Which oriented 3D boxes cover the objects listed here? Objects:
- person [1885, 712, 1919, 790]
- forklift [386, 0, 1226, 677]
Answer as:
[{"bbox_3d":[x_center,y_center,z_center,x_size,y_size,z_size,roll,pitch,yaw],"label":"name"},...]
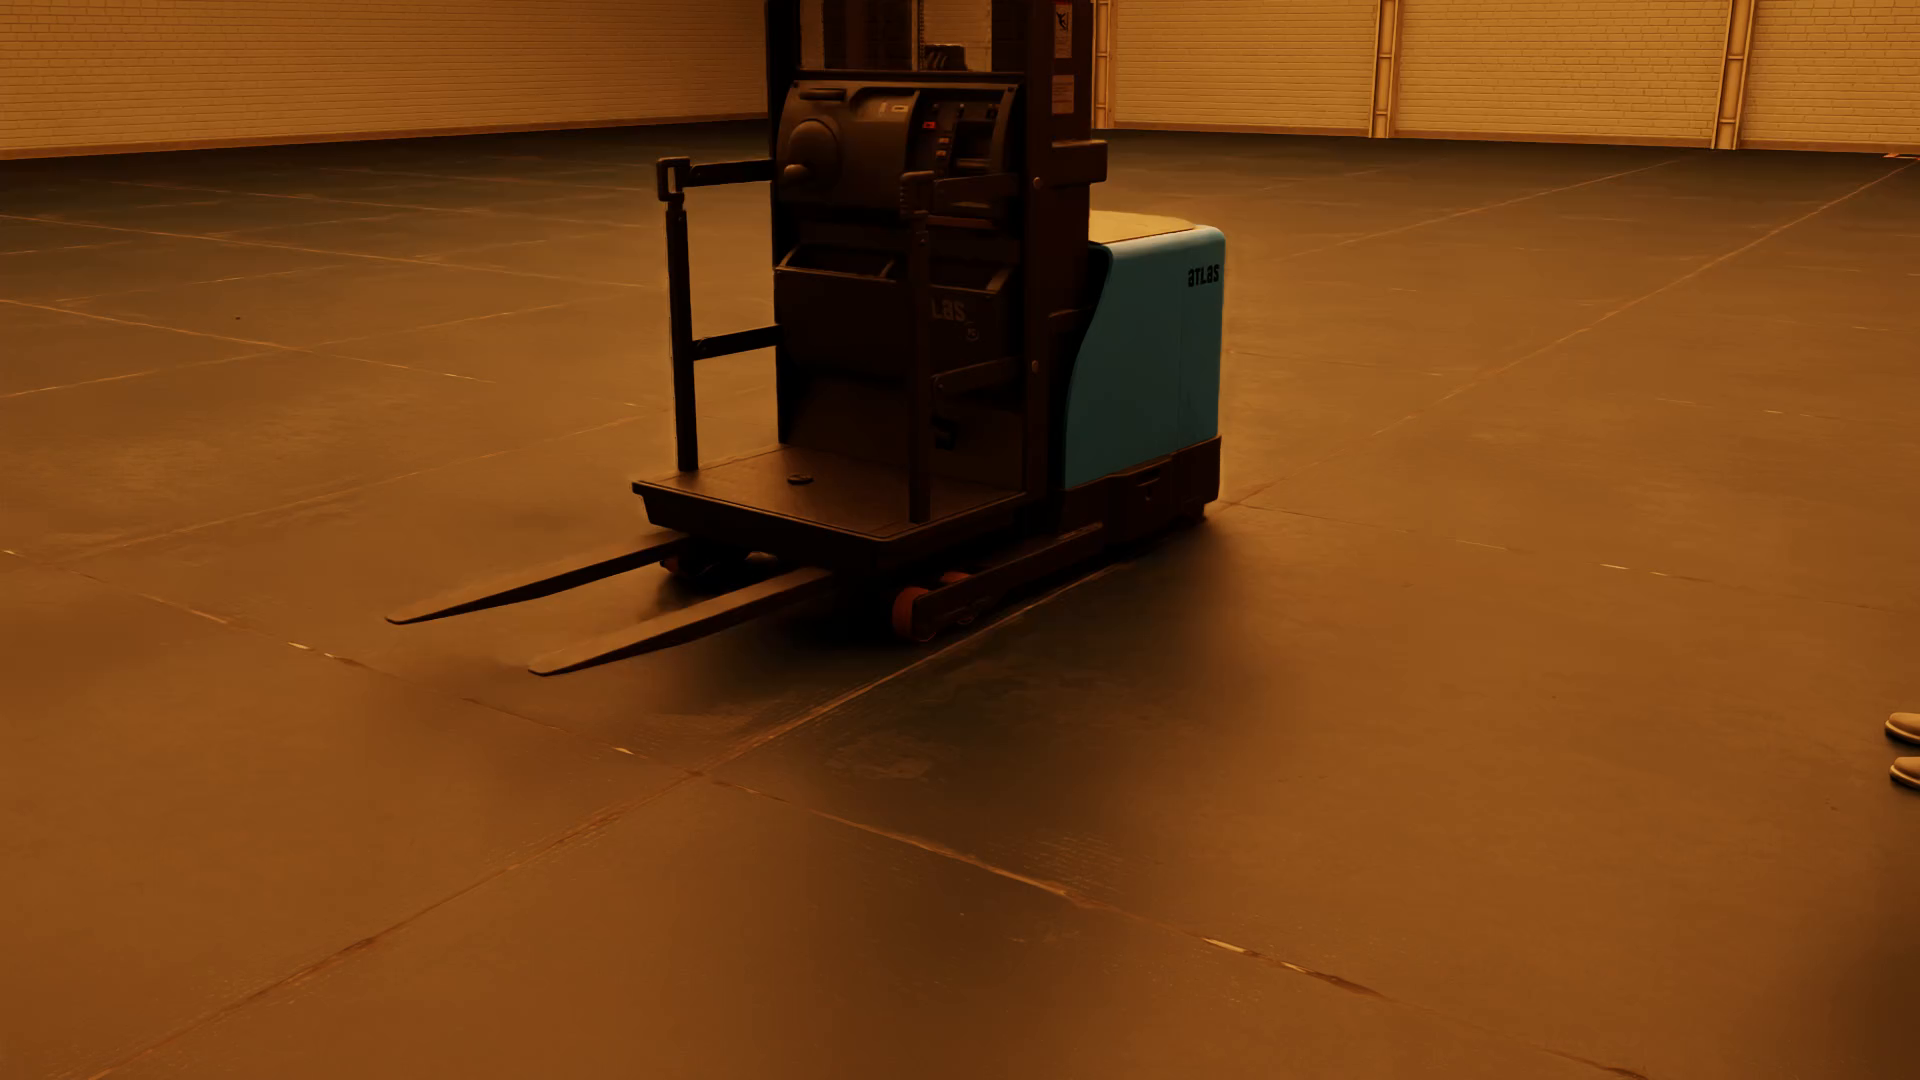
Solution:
[{"bbox_3d":[2.451,-0.245,3.832,0.342,1.688,0.446,8,19,26],"label":"person"},{"bbox_3d":[-0.341,-1.260,5.045,1.130,2.935,3.031,13,21,37],"label":"forklift"}]
